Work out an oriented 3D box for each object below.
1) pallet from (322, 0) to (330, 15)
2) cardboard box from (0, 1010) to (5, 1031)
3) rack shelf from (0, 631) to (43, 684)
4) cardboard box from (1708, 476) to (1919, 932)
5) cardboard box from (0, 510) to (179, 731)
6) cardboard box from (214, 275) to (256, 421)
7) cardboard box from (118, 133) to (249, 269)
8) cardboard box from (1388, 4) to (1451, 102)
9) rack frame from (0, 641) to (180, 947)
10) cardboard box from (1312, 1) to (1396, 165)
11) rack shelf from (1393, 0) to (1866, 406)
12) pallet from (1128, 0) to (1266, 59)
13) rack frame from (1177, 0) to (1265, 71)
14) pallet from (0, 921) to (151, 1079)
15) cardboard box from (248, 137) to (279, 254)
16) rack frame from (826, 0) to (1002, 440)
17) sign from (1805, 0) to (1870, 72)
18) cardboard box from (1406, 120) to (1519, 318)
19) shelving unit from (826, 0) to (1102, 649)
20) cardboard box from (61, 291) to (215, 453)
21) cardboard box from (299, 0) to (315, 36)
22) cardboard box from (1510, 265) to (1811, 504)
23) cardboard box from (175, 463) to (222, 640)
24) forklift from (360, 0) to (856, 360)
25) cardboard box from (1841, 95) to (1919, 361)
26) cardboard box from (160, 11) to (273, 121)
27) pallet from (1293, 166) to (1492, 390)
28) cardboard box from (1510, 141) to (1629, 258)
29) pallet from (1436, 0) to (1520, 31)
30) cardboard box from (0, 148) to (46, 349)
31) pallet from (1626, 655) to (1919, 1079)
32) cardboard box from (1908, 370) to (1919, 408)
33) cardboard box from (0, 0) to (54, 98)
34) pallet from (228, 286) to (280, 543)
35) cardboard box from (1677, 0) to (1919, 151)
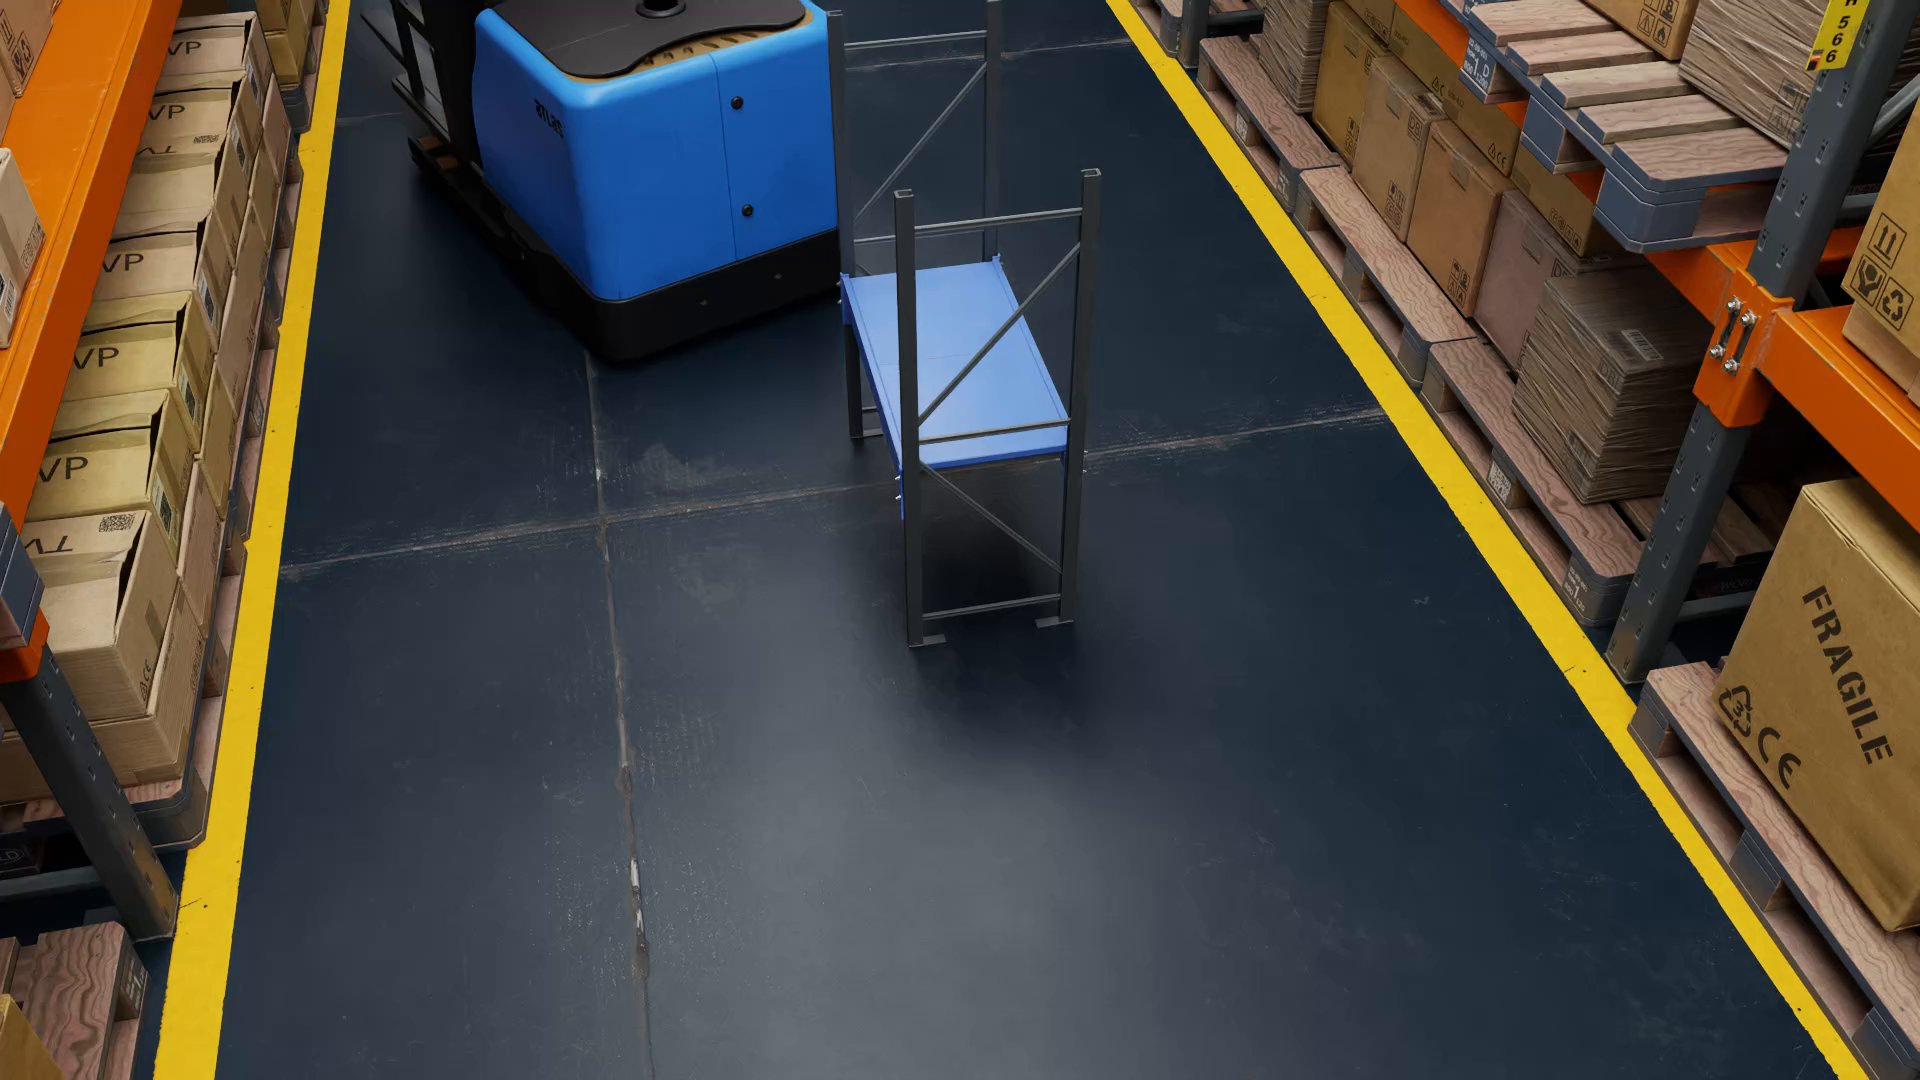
[{"bbox_3d":[-3.716,-2.962,8.428,1.003,0.211,1.213,-8,42,-9],"label":"pallet"},{"bbox_3d":[-2.007,1.000,2.850,0.500,0.250,0.500,-7,42,-8],"label":"cardboard box"},{"bbox_3d":[-2.023,1.467,1.879,1.077,0.370,4.000,-8,42,-9],"label":"rack shelf"},{"bbox_3d":[2.412,0.332,3.920,0.750,0.750,0.750,-9,42,-10],"label":"cardboard box"},{"bbox_3d":[-2.281,0.182,4.118,0.500,0.311,0.500,-7,42,-8],"label":"cardboard box"},{"bbox_3d":[-2.619,-0.603,5.424,0.500,0.250,0.500,-8,42,-8],"label":"cardboard box"},{"bbox_3d":[-2.727,-1.148,5.616,0.500,0.311,0.500,-8,42,-9],"label":"cardboard box"},{"bbox_3d":[1.908,-1.817,6.024,0.500,0.250,0.500,-9,42,-11],"label":"cardboard box"},{"bbox_3d":[-2.455,-0.098,3.101,1.000,3.000,0.127,-8,42,-9],"label":"rack frame"},{"bbox_3d":[1.854,-1.830,6.604,0.700,0.500,0.500,-9,42,-10],"label":"cardboard box"},{"bbox_3d":[1.950,-1.838,5.603,1.077,0.370,4.000,-8,42,-9],"label":"rack shelf"},{"bbox_3d":[1.339,-2.791,8.235,1.003,0.211,1.213,-8,42,-9],"label":"pallet"},{"bbox_3d":[1.518,-3.403,6.824,1.000,3.000,0.127,-8,42,-9],"label":"rack frame"},{"bbox_3d":[-2.330,1.434,3.476,1.003,0.211,1.213,-8,42,-9],"label":"pallet"},{"bbox_3d":[-2.838,-1.264,6.170,0.500,0.250,0.500,-9,42,-10],"label":"cardboard box"},{"bbox_3d":[-0.128,-0.946,5.186,0.500,1.500,0.032,-8,42,-9],"label":"rack frame"},{"bbox_3d":[1.854,-1.130,3.451,0.100,0.325,0.005,-8,42,-9],"label":"sign"},{"bbox_3d":[2.043,-1.168,5.858,0.700,0.500,0.500,-9,42,-10],"label":"cardboard box"},{"bbox_3d":[-0.018,-0.616,4.814,0.538,1.500,1.048,-8,42,-9],"label":"shelving unit"},{"bbox_3d":[-2.510,-0.488,4.873,0.500,0.311,0.500,-9,42,-10],"label":"cardboard box"},{"bbox_3d":[-3.225,-2.489,7.549,0.500,0.250,0.500,-8,42,-9],"label":"cardboard box"},{"bbox_3d":[2.175,-0.499,5.105,0.700,0.500,0.500,-8,42,-9],"label":"cardboard box"},{"bbox_3d":[-2.390,0.066,4.671,0.500,0.250,0.500,-9,42,-10],"label":"cardboard box"},{"bbox_3d":[-1.637,-2.674,6.055,1.130,2.935,3.031,-24,47,-25],"label":"forklift"},{"bbox_3d":[2.236,-0.615,3.369,0.500,0.500,0.500,-7,42,-8],"label":"cardboard box"},{"bbox_3d":[-2.951,-1.808,6.360,0.500,0.311,0.500,-8,42,-9],"label":"cardboard box"},{"bbox_3d":[1.954,-1.064,6.289,1.003,0.211,1.213,-8,42,-9],"label":"pallet"},{"bbox_3d":[2.113,-1.158,5.282,0.500,0.250,0.500,-8,42,-8],"label":"cardboard box"},{"bbox_3d":[1.914,-2.016,5.406,1.003,0.211,1.213,-8,42,-9],"label":"pallet"},{"bbox_3d":[-2.459,-0.672,3.815,0.500,0.311,0.500,-9,42,-10],"label":"cardboard box"},{"bbox_3d":[2.478,0.754,4.241,1.003,0.211,1.213,-8,42,-9],"label":"pallet"},{"bbox_3d":[2.272,-0.313,3.517,0.380,0.149,0.250,-8,42,-9],"label":"cardboard box"},{"bbox_3d":[-2.946,-1.562,4.675,0.500,0.500,0.500,-8,42,-9],"label":"cardboard box"},{"bbox_3d":[-2.854,-0.384,5.523,1.003,0.211,1.213,-8,42,-9],"label":"pallet"},{"bbox_3d":[2.270,-1.316,4.066,0.700,0.500,0.500,-13,43,-14],"label":"cardboard box"}]
